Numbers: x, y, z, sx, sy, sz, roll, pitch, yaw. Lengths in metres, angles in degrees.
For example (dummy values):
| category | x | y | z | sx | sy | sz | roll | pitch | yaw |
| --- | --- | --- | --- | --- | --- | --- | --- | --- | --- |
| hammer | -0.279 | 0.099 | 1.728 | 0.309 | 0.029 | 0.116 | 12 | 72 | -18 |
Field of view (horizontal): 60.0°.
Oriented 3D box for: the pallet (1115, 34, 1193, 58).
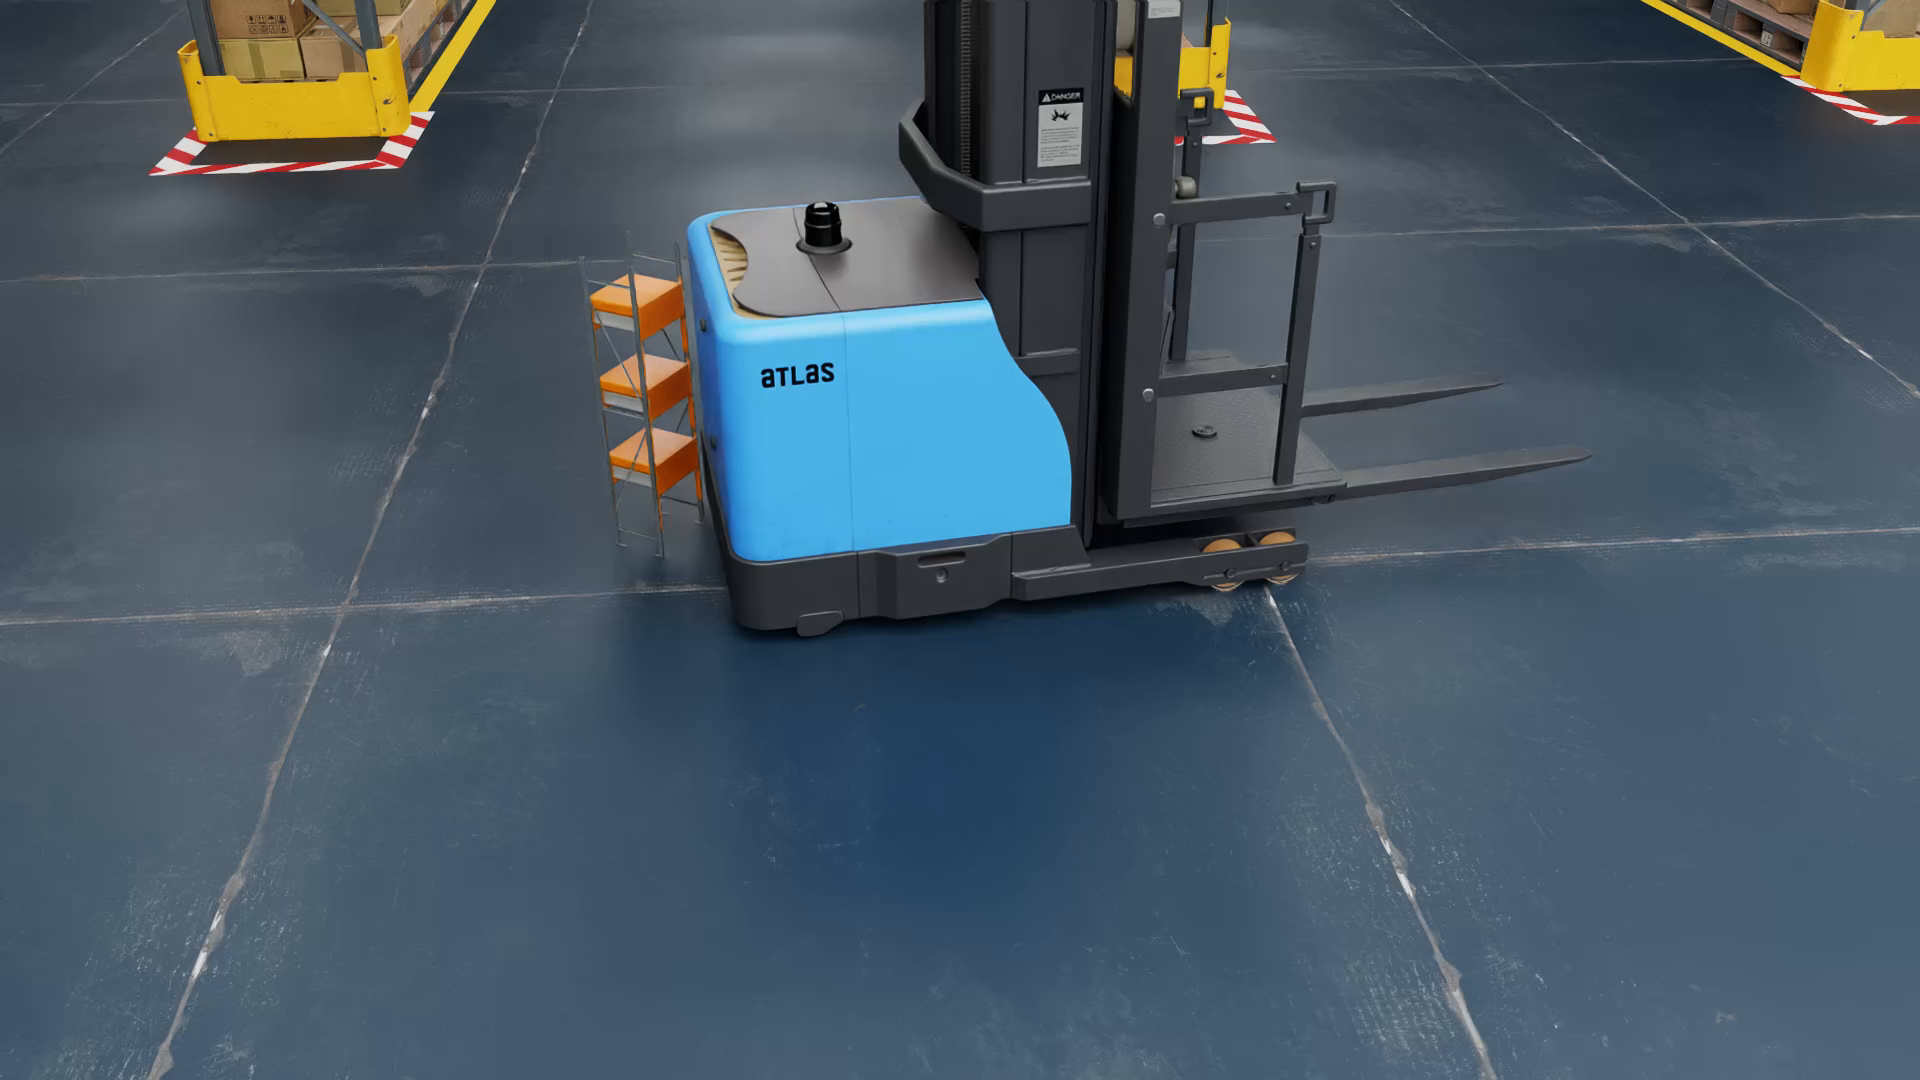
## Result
| category | x | y | z | sx | sy | sz | roll | pitch | yaw |
| --- | --- | --- | --- | --- | --- | --- | --- | --- | --- |
| pallet | 0.958 | -3.203 | 10.907 | 1.003 | 0.211 | 1.213 | -3 | 31 | -5 |

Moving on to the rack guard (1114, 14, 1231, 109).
| category | x | y | z | sx | sy | sz | roll | pitch | yaw |
| --- | --- | --- | --- | --- | --- | --- | --- | --- | --- |
| rack guard | 1.029 | -2.912 | 10.138 | 1.175 | 0.500 | 0.348 | -3 | 31 | -5 |

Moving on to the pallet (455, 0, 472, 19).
| category | x | y | z | sx | sy | sz | roll | pitch | yaw |
| --- | --- | --- | --- | --- | --- | --- | --- | --- | --- |
| pallet | -4.190 | -4.151 | 12.493 | 1.003 | 0.211 | 1.213 | -3 | 31 | -5 |

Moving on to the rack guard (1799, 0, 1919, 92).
| category | x | y | z | sx | sy | sz | roll | pitch | yaw |
| --- | --- | --- | --- | --- | --- | --- | --- | --- | --- |
| rack guard | 6.007 | -3.152 | 10.540 | 1.175 | 0.500 | 0.348 | -3 | 31 | -5 |

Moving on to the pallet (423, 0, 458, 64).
| category | x | y | z | sx | sy | sz | roll | pitch | yaw |
| --- | --- | --- | --- | --- | --- | --- | --- | --- | --- |
| pallet | -4.073 | -3.526 | 11.448 | 1.003 | 0.211 | 1.213 | -3 | 31 | -5 |

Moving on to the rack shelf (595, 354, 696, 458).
| category | x | y | z | sx | sy | sz | roll | pitch | yaw |
| --- | --- | --- | --- | --- | --- | --- | --- | --- | --- |
| rack shelf | -1.040 | -0.458 | 5.511 | 0.215 | 0.259 | 0.240 | 14 | 34 | 22 |

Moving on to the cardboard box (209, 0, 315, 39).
| category | x | y | z | sx | sy | sz | roll | pitch | yaw |
| --- | --- | --- | --- | --- | --- | --- | --- | --- | --- |
| cardboard box | -4.196 | -3.295 | 9.882 | 0.500 | 0.500 | 0.500 | -3 | 31 | -5 |

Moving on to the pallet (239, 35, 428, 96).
| category | x | y | z | sx | sy | sz | roll | pitch | yaw |
| --- | --- | --- | --- | --- | --- | --- | --- | --- | --- |
| pallet | -3.962 | -2.905 | 10.408 | 1.003 | 0.211 | 1.213 | -3 | 31 | -5 |

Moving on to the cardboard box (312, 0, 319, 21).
| category | x | y | z | sx | sy | sz | roll | pitch | yaw |
| --- | --- | --- | --- | --- | --- | --- | --- | --- | --- |
| cardboard box | -4.252 | -3.228 | 10.501 | 0.500 | 0.250 | 0.500 | -3 | 31 | -5 |

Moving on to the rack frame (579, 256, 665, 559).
| category | x | y | z | sx | sy | sz | roll | pitch | yaw |
| --- | --- | --- | --- | --- | --- | --- | --- | --- | --- |
| rack frame | -1.094 | -0.411 | 5.412 | 0.200 | 1.050 | 0.008 | 14 | 34 | 22 |

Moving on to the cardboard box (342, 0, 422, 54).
| category | x | y | z | sx | sy | sz | roll | pitch | yaw |
| --- | --- | --- | --- | --- | --- | --- | --- | --- | --- |
| cardboard box | -3.728 | -3.253 | 10.543 | 0.500 | 0.250 | 0.500 | -3 | 31 | -5 |

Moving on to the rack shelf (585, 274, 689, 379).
| category | x | y | z | sx | sy | sz | roll | pitch | yaw |
| --- | --- | --- | --- | --- | --- | --- | --- | --- | --- |
| rack shelf | -1.040 | -0.701 | 5.364 | 0.215 | 0.259 | 0.240 | 14 | 34 | 22 |

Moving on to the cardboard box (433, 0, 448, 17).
| category | x | y | z | sx | sy | sz | roll | pitch | yaw |
| --- | --- | --- | --- | --- | --- | --- | --- | --- | --- |
| cardboard box | -3.816 | -3.764 | 11.398 | 0.500 | 0.250 | 0.500 | -3 | 31 | -5 |

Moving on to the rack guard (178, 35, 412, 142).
| category | x | y | z | sx | sy | sz | roll | pitch | yaw |
| --- | --- | --- | --- | --- | --- | --- | --- | --- | --- |
| rack guard | -3.847 | -2.628 | 9.663 | 1.175 | 0.500 | 0.348 | -3 | 31 | -5 |

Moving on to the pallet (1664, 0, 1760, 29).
| category | x | y | z | sx | sy | sz | roll | pitch | yaw |
| --- | --- | --- | --- | --- | --- | --- | --- | --- | --- |
| pallet | 5.856 | -4.066 | 12.351 | 1.003 | 0.211 | 1.213 | -3 | 31 | -5 |

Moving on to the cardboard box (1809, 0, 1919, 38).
| category | x | y | z | sx | sy | sz | roll | pitch | yaw |
| --- | --- | --- | --- | --- | --- | --- | --- | --- | --- |
| cardboard box | 5.972 | -3.613 | 10.902 | 0.500 | 0.500 | 0.500 | 3 | 31 | 5 |

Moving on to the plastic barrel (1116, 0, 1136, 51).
| category | x | y | z | sx | sy | sz | roll | pitch | yaw |
| --- | --- | --- | --- | --- | --- | --- | --- | --- | --- |
| plastic barrel | 0.945 | -3.394 | 10.523 | 0.421 | 0.512 | 0.421 | 0 | 31 | 0 |

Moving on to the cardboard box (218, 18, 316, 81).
| category | x | y | z | sx | sy | sz | roll | pitch | yaw |
| --- | --- | --- | --- | --- | --- | --- | --- | --- | --- |
| cardboard box | -4.193 | -2.973 | 10.074 | 0.500 | 0.250 | 0.500 | -3 | 31 | -5 |

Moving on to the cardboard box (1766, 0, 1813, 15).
| category | x | y | z | sx | sy | sz | roll | pitch | yaw |
| --- | --- | --- | --- | --- | --- | --- | --- | --- | --- |
| cardboard box | 5.883 | -3.917 | 11.410 | 0.500 | 0.500 | 0.500 | 5 | 31 | 8 |

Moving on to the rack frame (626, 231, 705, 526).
| category | x | y | z | sx | sy | sz | roll | pitch | yaw |
| --- | --- | --- | --- | --- | --- | --- | --- | --- | --- |
| rack frame | -0.985 | -0.524 | 5.599 | 0.200 | 1.050 | 0.008 | 14 | 34 | 22 |

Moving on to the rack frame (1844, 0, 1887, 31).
| category | x | y | z | sx | sy | sz | roll | pitch | yaw |
| --- | --- | --- | --- | --- | --- | --- | --- | --- | --- |
| rack frame | 6.014 | -4.186 | 9.834 | 1.000 | 3.000 | 0.127 | -3 | 31 | -5 |

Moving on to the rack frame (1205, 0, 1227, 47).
| category | x | y | z | sx | sy | sz | roll | pitch | yaw |
| --- | --- | --- | --- | --- | --- | --- | --- | --- | --- |
| rack frame | 1.083 | -3.949 | 9.436 | 1.000 | 3.000 | 0.127 | -3 | 31 | -5 |

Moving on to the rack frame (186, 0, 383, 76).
| category | x | y | z | sx | sy | sz | roll | pitch | yaw |
| --- | --- | --- | --- | --- | --- | --- | --- | --- | --- |
| rack frame | -3.849 | -3.714 | 9.042 | 1.000 | 3.000 | 0.127 | -3 | 31 | -5 |

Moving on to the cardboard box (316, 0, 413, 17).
| category | x | y | z | sx | sy | sz | roll | pitch | yaw |
| --- | --- | --- | --- | --- | --- | --- | --- | --- | --- |
| cardboard box | -3.726 | -3.575 | 10.351 | 0.500 | 0.500 | 0.500 | -3 | 31 | -5 |

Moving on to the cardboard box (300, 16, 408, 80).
| category | x | y | z | sx | sy | sz | roll | pitch | yaw |
| --- | --- | --- | --- | --- | --- | --- | --- | --- | --- |
| cardboard box | -3.678 | -2.998 | 10.116 | 0.500 | 0.250 | 0.500 | -3 | 31 | -5 |

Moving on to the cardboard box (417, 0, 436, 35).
| category | x | y | z | sx | sy | sz | roll | pitch | yaw |
| --- | --- | --- | --- | --- | --- | --- | --- | --- | --- |
| cardboard box | -3.774 | -3.508 | 10.970 | 0.500 | 0.250 | 0.500 | -3 | 31 | -5 |

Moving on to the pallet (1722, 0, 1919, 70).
| category | x | y | z | sx | sy | sz | roll | pitch | yaw |
| --- | --- | --- | --- | --- | --- | --- | --- | --- | --- |
| pallet | 5.966 | -3.444 | 11.311 | 1.003 | 0.211 | 1.213 | -3 | 31 | -5 |

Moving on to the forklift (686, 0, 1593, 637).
| category | x | y | z | sx | sy | sz | roll | pitch | yaw |
| --- | --- | --- | --- | --- | --- | --- | --- | --- | --- |
| forklift | 0.666 | -1.349 | 5.150 | 3.031 | 2.935 | 1.130 | -7 | 32 | -12 |

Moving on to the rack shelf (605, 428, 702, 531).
| category | x | y | z | sx | sy | sz | roll | pitch | yaw |
| --- | --- | --- | --- | --- | --- | --- | --- | --- | --- |
| rack shelf | -1.039 | -0.221 | 5.655 | 0.215 | 0.259 | 0.240 | 14 | 34 | 22 |

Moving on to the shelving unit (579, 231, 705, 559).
| category | x | y | z | sx | sy | sz | roll | pitch | yaw |
| --- | --- | --- | --- | --- | --- | --- | --- | --- | --- |
| shelving unit | -1.040 | -0.467 | 5.505 | 0.215 | 1.050 | 0.252 | 14 | 34 | 22 |
